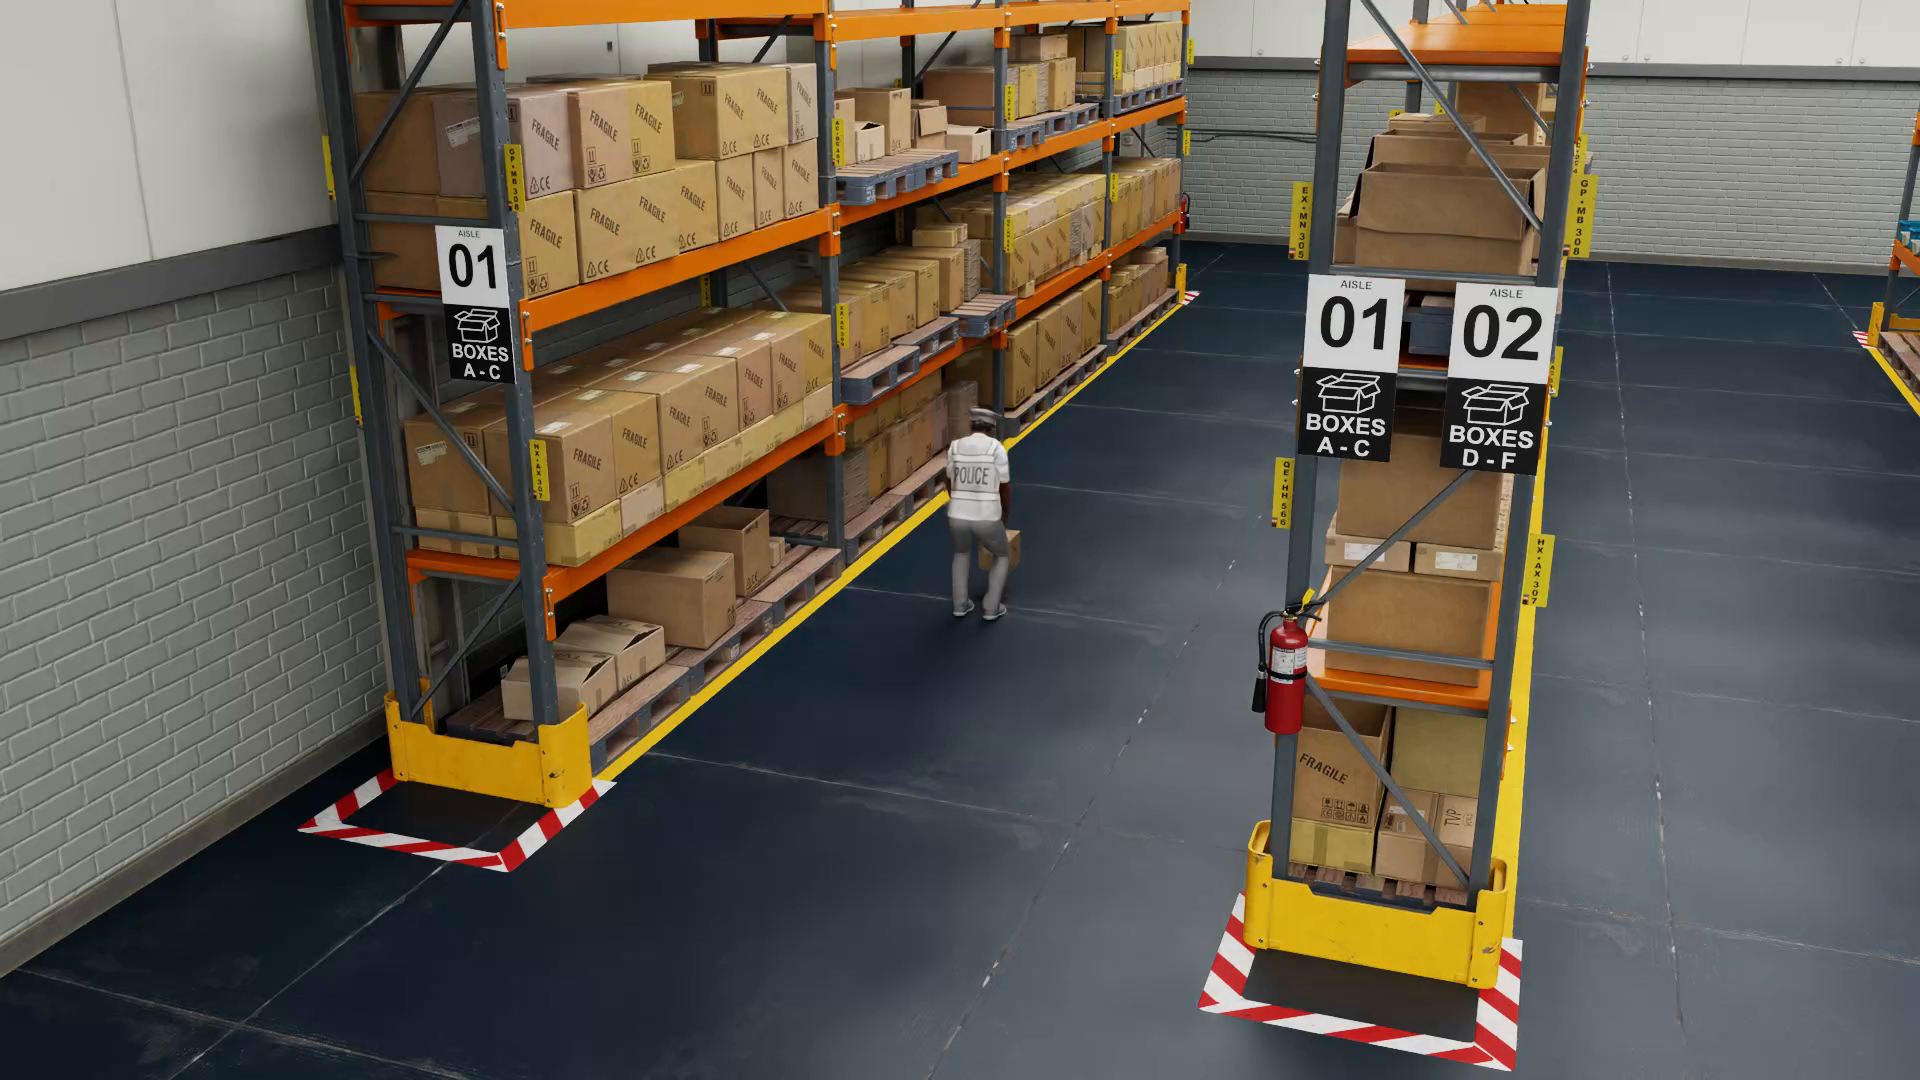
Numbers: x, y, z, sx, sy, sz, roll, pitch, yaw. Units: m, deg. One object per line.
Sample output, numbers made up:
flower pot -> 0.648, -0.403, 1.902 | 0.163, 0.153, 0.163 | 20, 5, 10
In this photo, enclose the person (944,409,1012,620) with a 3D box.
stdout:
person -> 0.116, -0.183, 11.895 | 0.490, 1.487, 0.628 | 7, 20, 19
